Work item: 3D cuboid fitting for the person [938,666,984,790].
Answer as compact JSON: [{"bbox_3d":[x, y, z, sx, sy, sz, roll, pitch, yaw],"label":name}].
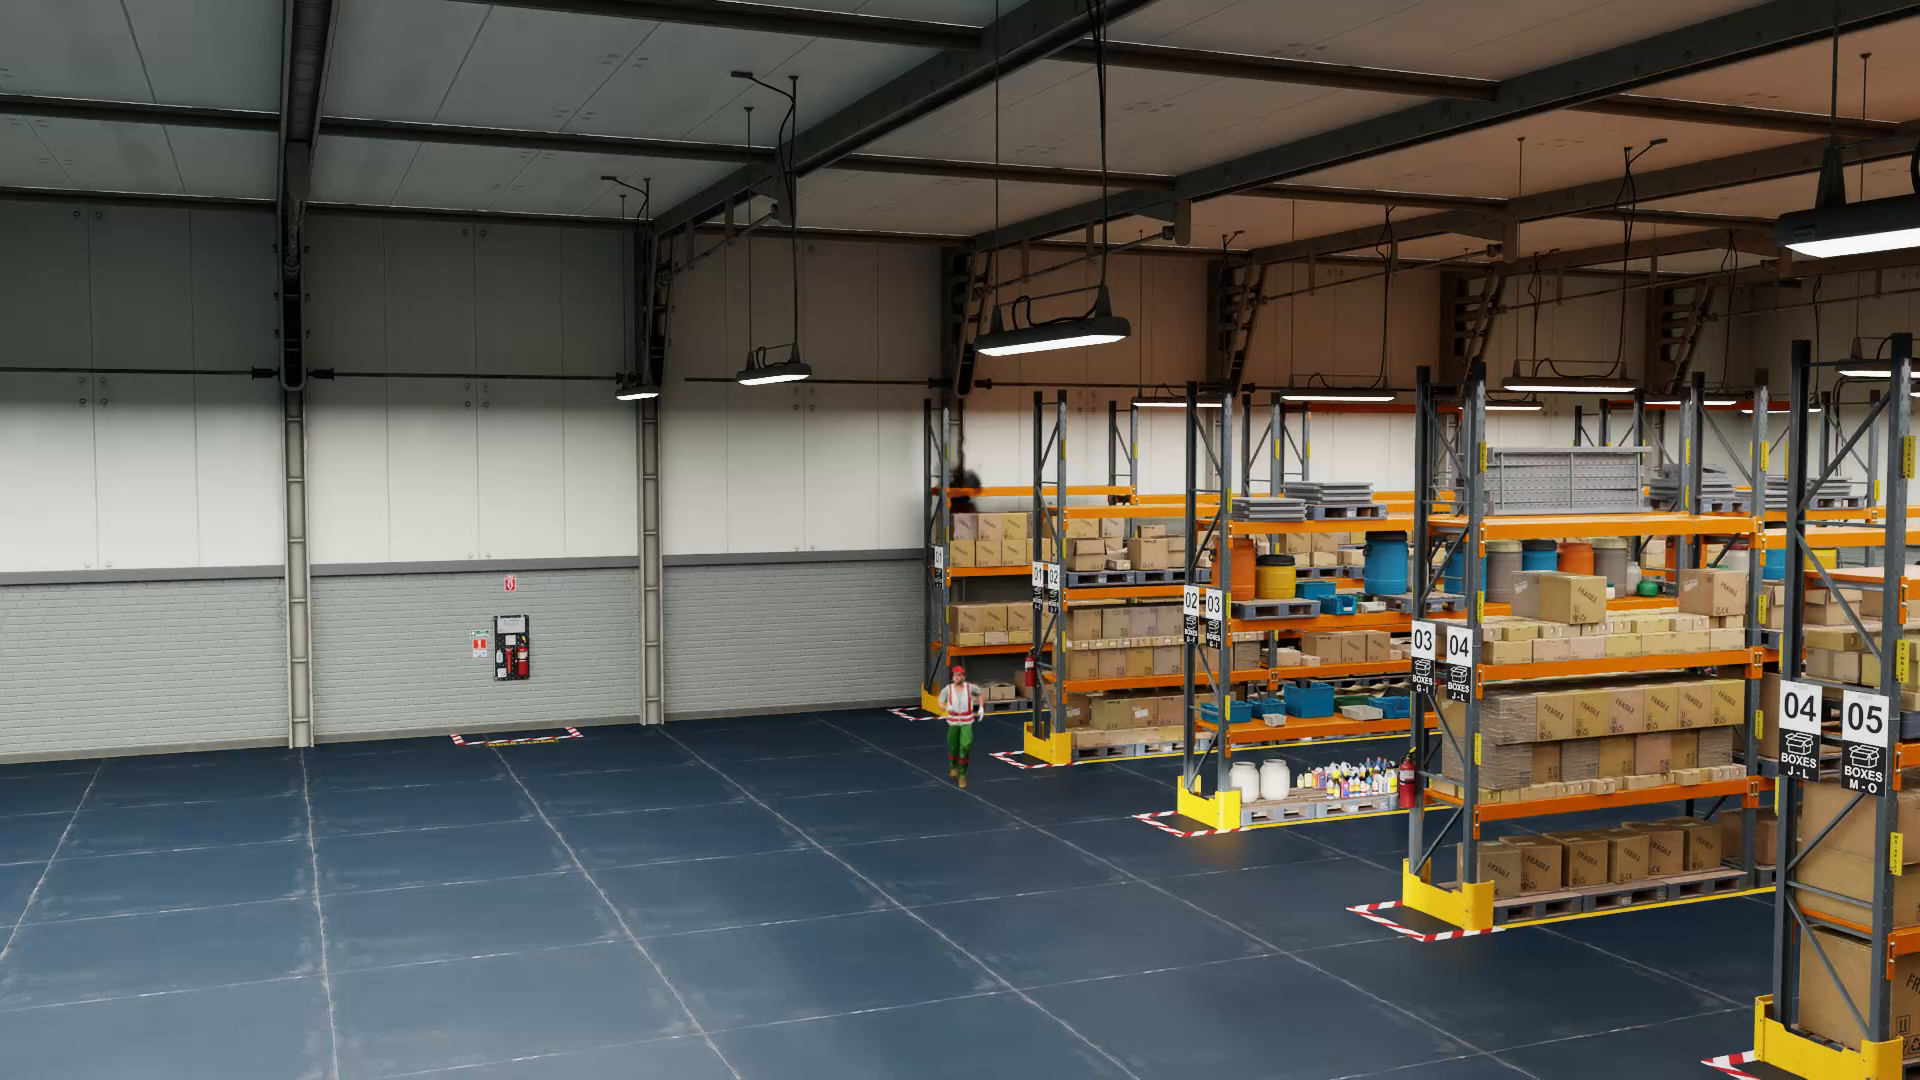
[{"bbox_3d":[0.014,2.796,25.064,0.675,1.826,0.922,0,3,5],"label":"person"}]
